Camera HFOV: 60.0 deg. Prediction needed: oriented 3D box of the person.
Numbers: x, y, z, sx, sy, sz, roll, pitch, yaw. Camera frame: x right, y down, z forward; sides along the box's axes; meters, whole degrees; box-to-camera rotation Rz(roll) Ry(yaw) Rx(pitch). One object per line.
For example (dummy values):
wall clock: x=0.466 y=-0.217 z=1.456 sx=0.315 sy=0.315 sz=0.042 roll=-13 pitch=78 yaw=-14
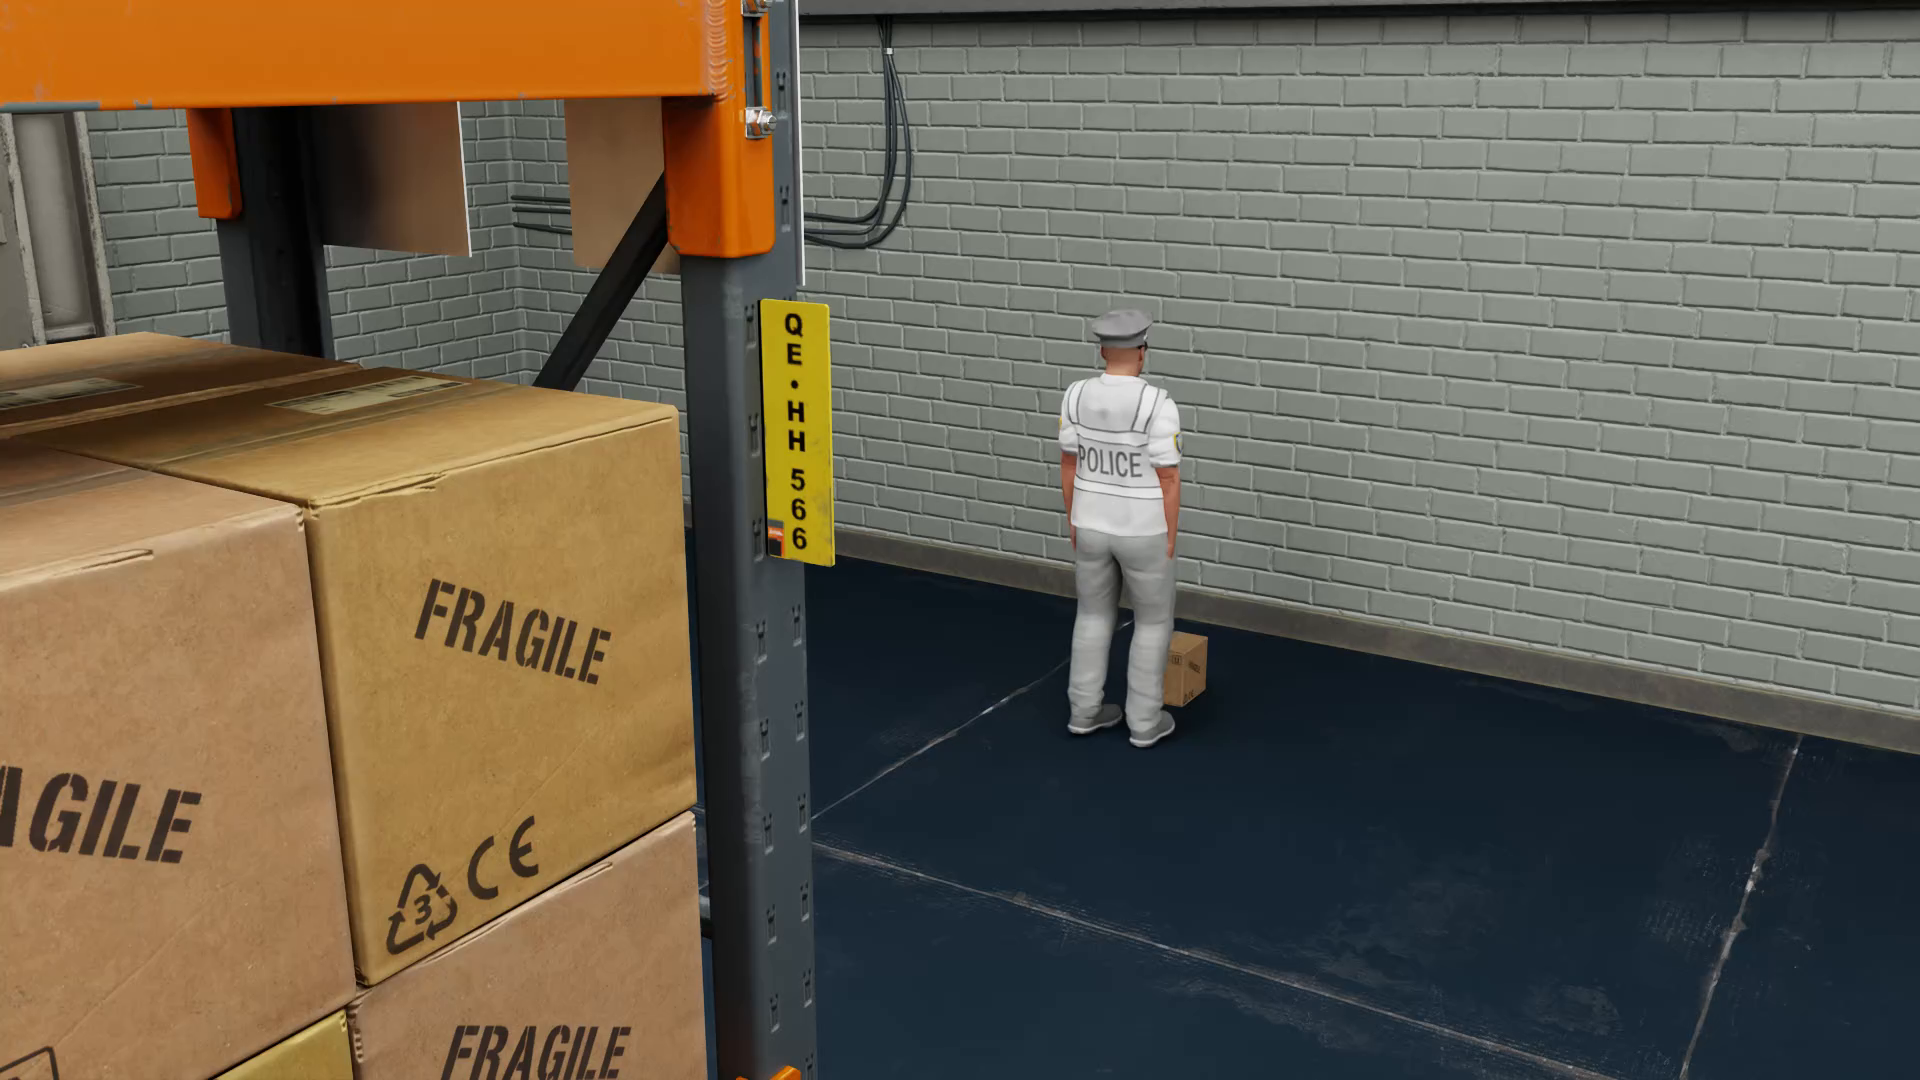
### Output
person: x=0.655 y=-0.050 z=6.693 sx=0.526 sy=1.762 sz=0.393 roll=10 pitch=19 yaw=31
